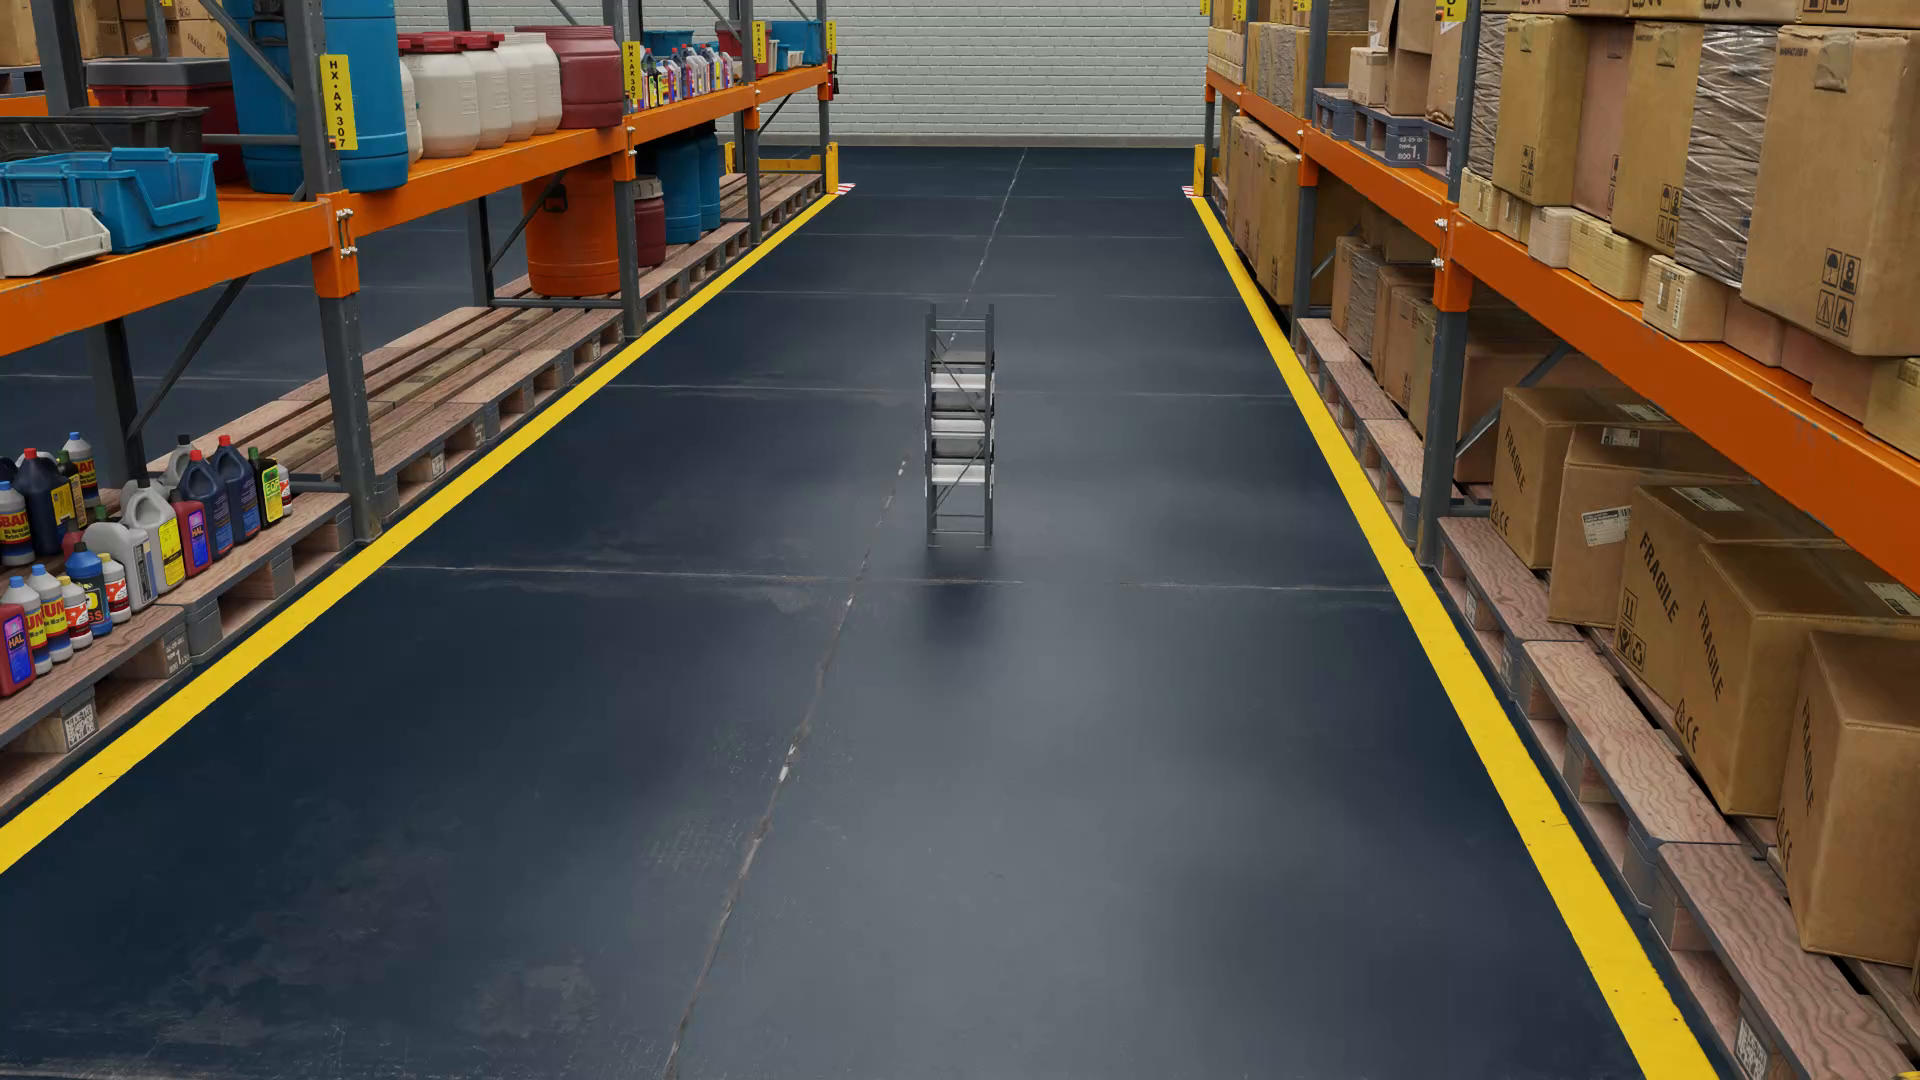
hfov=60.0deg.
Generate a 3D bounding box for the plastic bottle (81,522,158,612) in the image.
[{"bbox_3d":[-2.562,0.067,5.069,0.152,0.276,0.135,2,18,5],"label":"plastic bottle"}]

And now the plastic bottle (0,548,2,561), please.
[{"bbox_3d":[-3.236,-0.085,5.413,0.144,0.351,0.185,1,18,2],"label":"plastic bottle"}]

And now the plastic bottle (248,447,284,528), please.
[{"bbox_3d":[-2.456,-0.196,5.861,0.061,0.283,0.133,2,18,7],"label":"plastic bottle"}]

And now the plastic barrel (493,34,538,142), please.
[{"bbox_3d":[-2.355,-2.275,8.370,0.421,0.512,0.421,0,18,0],"label":"plastic barrel"}]

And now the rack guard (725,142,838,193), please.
[{"bbox_3d":[-1.901,-3.982,17.772,1.175,0.500,0.348,1,18,4],"label":"rack guard"}]

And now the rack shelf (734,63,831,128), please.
[{"bbox_3d":[-2.033,-4.199,15.575,1.077,0.370,4.000,1,18,4],"label":"rack shelf"}]

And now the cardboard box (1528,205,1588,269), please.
[{"bbox_3d":[1.786,-0.835,4.557,0.380,0.149,0.250,1,18,4],"label":"cardboard box"}]

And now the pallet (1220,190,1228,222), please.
[{"bbox_3d":[2.981,-3.098,15.539,1.003,0.211,1.213,1,18,4],"label":"pallet"}]

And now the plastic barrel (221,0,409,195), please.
[{"bbox_3d":[-2.421,-1.786,6.252,0.600,0.901,0.708,1,18,4],"label":"plastic barrel"}]

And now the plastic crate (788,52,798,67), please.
[{"bbox_3d":[-1.803,-4.718,16.332,0.396,0.136,0.243,1,18,4],"label":"plastic crate"}]

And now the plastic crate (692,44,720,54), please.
[{"bbox_3d":[-2.352,-4.539,15.632,0.416,0.233,0.300,1,18,4],"label":"plastic crate"}]

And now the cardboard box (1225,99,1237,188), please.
[{"bbox_3d":[3.019,-3.758,15.812,0.875,0.875,0.875,1,18,4],"label":"cardboard box"}]

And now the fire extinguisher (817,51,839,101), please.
[{"bbox_3d":[-1.426,-4.985,17.541,0.296,0.674,0.183,1,18,4],"label":"fire extinguisher"}]

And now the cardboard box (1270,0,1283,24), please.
[{"bbox_3d":[2.726,-4.135,12.452,0.797,0.503,0.637,1,18,2],"label":"cardboard box"}]

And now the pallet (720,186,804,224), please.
[{"bbox_3d":[-2.078,-3.204,15.861,1.003,0.211,1.213,1,18,4],"label":"pallet"}]

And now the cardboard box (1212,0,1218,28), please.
[{"bbox_3d":[2.711,-5.179,15.971,0.500,0.500,0.500,1,18,3],"label":"cardboard box"}]

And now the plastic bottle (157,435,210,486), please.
[{"bbox_3d":[-2.653,-0.182,5.709,0.144,0.351,0.185,1,18,4],"label":"plastic bottle"}]

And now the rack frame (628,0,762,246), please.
[{"bbox_3d":[-2.177,-3.920,13.568,1.000,3.000,0.127,1,18,4],"label":"rack frame"}]

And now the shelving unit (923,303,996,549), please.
[{"bbox_3d":[0.001,-0.430,6.291,0.258,0.900,0.210,1,18,4],"label":"shelving unit"}]

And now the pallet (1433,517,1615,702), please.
[{"bbox_3d":[2.177,0.210,5.443,1.003,0.211,1.213,1,18,4],"label":"pallet"}]

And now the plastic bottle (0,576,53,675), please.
[{"bbox_3d":[-2.572,0.232,4.572,0.097,0.271,0.097,0,18,0],"label":"plastic bottle"}]

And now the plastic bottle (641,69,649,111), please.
[{"bbox_3d":[-2.077,-2.889,10.622,0.152,0.276,0.135,1,18,4],"label":"plastic bottle"}]

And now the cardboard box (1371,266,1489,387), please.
[{"bbox_3d":[2.388,-1.031,8.059,0.700,0.500,0.500,3,18,9],"label":"cardboard box"}]

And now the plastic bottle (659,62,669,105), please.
[{"bbox_3d":[-2.008,-3.066,11.168,0.097,0.271,0.097,0,18,0],"label":"plastic bottle"}]

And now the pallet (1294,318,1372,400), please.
[{"bbox_3d":[2.419,-0.999,9.132,1.003,0.211,1.213,1,18,4],"label":"pallet"}]

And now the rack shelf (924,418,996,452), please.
[{"bbox_3d":[0.001,-0.398,6.301,0.258,0.077,0.200,1,18,4],"label":"rack shelf"}]

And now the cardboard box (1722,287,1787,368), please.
[{"bbox_3d":[1.791,-0.444,3.365,0.380,0.149,0.250,1,18,4],"label":"cardboard box"}]

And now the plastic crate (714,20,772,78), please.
[{"bbox_3d":[-1.863,-4.250,14.377,0.402,0.464,0.583,1,18,4],"label":"plastic crate"}]

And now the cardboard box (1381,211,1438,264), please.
[{"bbox_3d":[2.431,-1.570,8.502,0.500,0.250,0.500,3,18,10],"label":"cardboard box"}]

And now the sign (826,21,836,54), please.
[{"bbox_3d":[-1.340,-5.232,17.311,0.100,0.325,0.005,1,18,4],"label":"sign"}]

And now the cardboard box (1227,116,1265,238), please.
[{"bbox_3d":[2.737,-2.800,12.888,1.225,0.875,0.875,1,18,4],"label":"cardboard box"}]

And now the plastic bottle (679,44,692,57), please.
[{"bbox_3d":[-2.073,-3.549,12.516,0.144,0.351,0.185,1,18,4],"label":"plastic bottle"}]

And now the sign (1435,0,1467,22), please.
[{"bbox_3d":[1.636,-1.886,5.502,0.100,0.325,0.005,1,18,4],"label":"sign"}]

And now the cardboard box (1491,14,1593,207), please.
[{"bbox_3d":[2.025,-1.220,4.692,0.875,0.500,0.500,1,18,4],"label":"cardboard box"}]

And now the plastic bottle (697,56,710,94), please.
[{"bbox_3d":[-1.945,-3.461,12.367,0.152,0.276,0.135,1,18,4],"label":"plastic bottle"}]

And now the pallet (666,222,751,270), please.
[{"bbox_3d":[-2.274,-2.356,13.273,1.003,0.211,1.213,1,18,4],"label":"pallet"}]

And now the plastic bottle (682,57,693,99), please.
[{"bbox_3d":[-1.942,-3.278,11.796,0.061,0.283,0.133,1,18,4],"label":"plastic bottle"}]

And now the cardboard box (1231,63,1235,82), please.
[{"bbox_3d":[2.495,-3.951,14.068,0.380,0.149,0.250,1,18,3],"label":"cardboard box"}]

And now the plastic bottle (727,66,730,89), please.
[{"bbox_3d":[-1.864,-3.659,13.091,0.097,0.201,0.097,0,18,0],"label":"plastic bottle"}]

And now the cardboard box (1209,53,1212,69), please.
[{"bbox_3d":[2.679,-4.749,16.503,0.380,0.149,0.250,1,18,3],"label":"cardboard box"}]

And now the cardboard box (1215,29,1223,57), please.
[{"bbox_3d":[2.676,-4.661,15.593,0.500,0.250,0.500,1,18,2],"label":"cardboard box"}]

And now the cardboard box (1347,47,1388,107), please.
[{"bbox_3d":[2.127,-2.180,7.824,0.500,0.250,0.500,1,18,2],"label":"cardboard box"}]

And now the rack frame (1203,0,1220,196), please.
[{"bbox_3d":[3.050,-5.051,17.022,1.000,3.000,0.127,1,18,4],"label":"rack frame"}]

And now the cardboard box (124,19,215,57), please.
[{"bbox_3d":[-6.809,-4.231,14.358,0.500,0.500,0.500,2,18,5],"label":"cardboard box"}]

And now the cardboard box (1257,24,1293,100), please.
[{"bbox_3d":[2.410,-3.408,11.845,0.500,0.500,0.500,1,18,3],"label":"cardboard box"}]

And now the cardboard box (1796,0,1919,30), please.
[{"bbox_3d":[1.726,-1.078,2.651,0.500,0.500,0.500,1,18,4],"label":"cardboard box"}]

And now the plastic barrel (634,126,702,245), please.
[{"bbox_3d":[-2.284,-2.733,12.643,0.600,0.901,0.708,1,18,4],"label":"plastic barrel"}]

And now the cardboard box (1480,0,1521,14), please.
[{"bbox_3d":[1.904,-1.854,5.021,0.500,0.500,0.500,1,18,4],"label":"cardboard box"}]

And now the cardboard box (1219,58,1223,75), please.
[{"bbox_3d":[2.587,-4.351,15.289,0.380,0.149,0.250,1,18,3],"label":"cardboard box"}]

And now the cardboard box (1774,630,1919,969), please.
[{"bbox_3d":[1.973,0.526,3.340,0.500,0.500,0.500,6,19,18],"label":"cardboard box"}]
